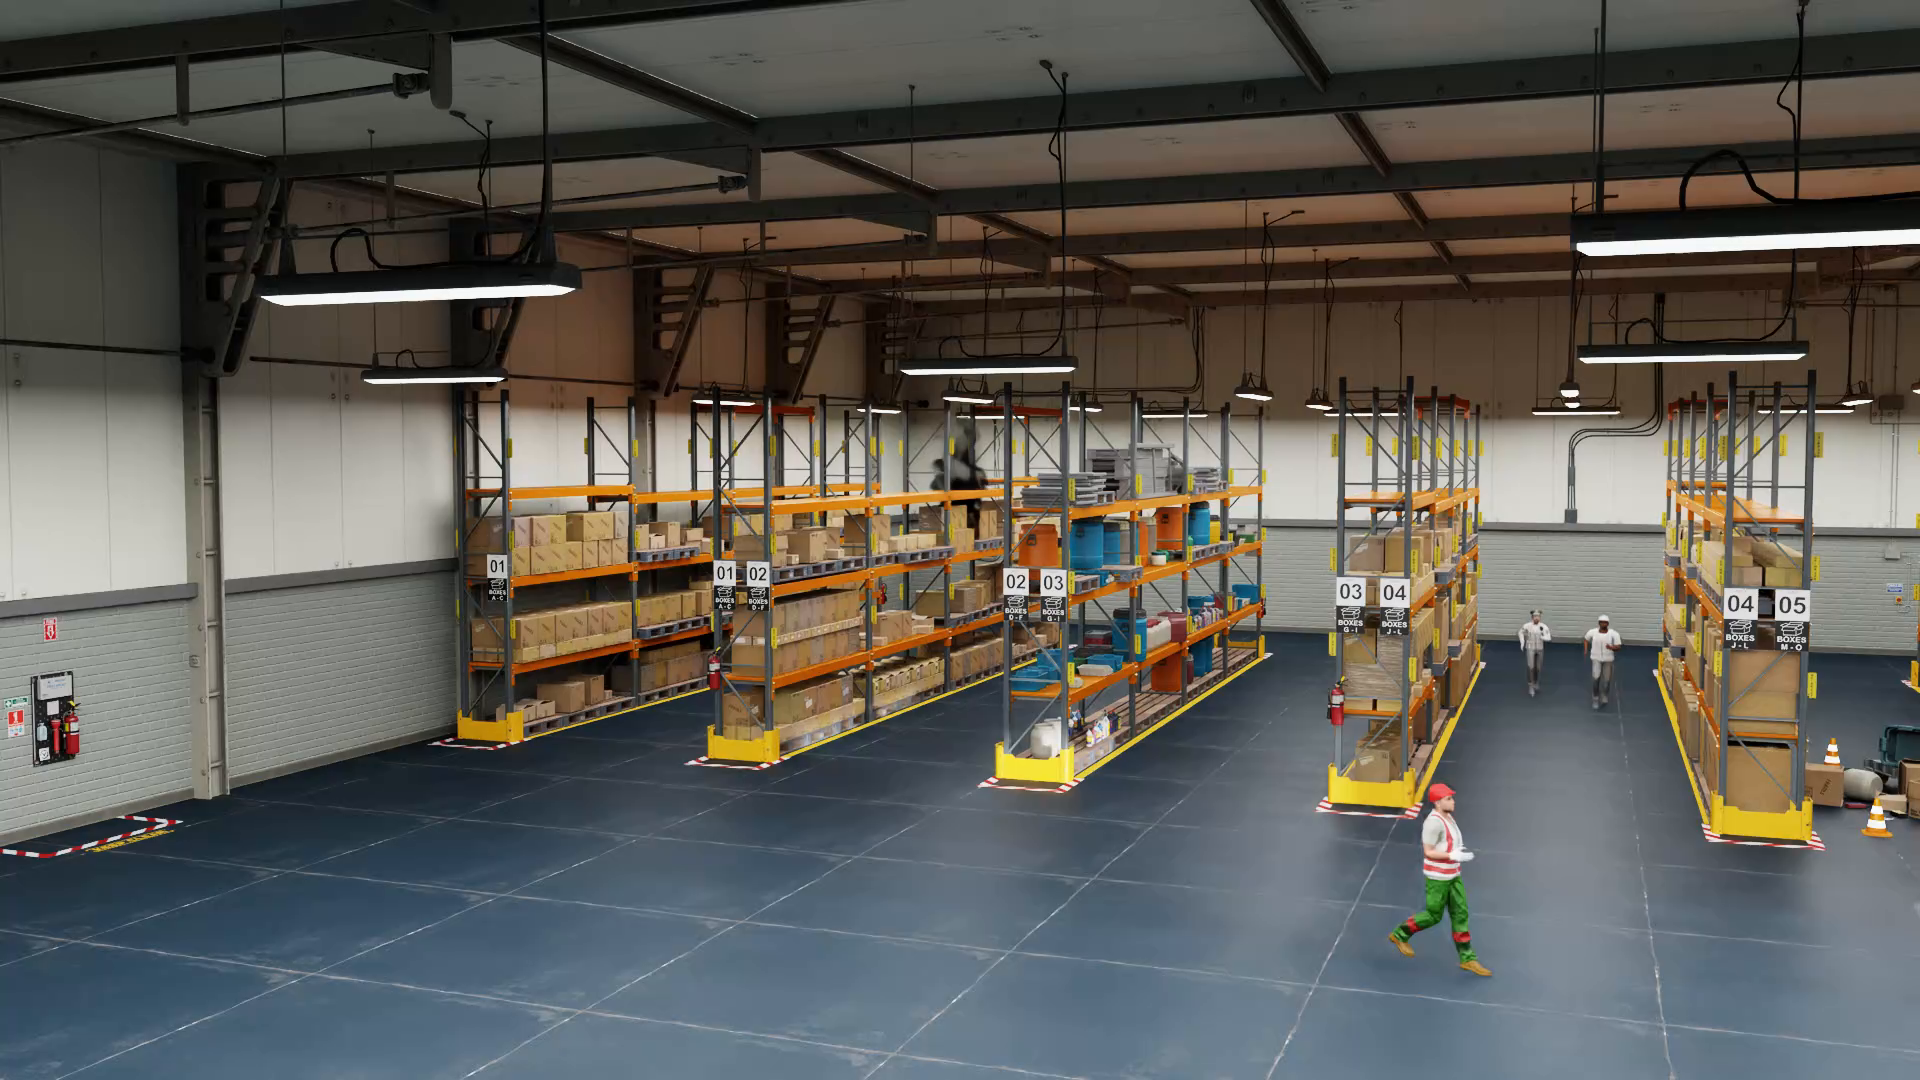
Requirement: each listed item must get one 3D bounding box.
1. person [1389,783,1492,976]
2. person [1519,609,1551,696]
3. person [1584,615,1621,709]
[{"bbox_3d":[4.590,3.210,15.870,0.987,1.786,0.656,2,4,38],"label":"person"},{"bbox_3d":[11.743,2.280,33.957,0.587,1.736,0.791,1,3,12],"label":"person"},{"bbox_3d":[12.403,2.354,32.118,0.670,1.824,0.757,1,3,20],"label":"person"}]
